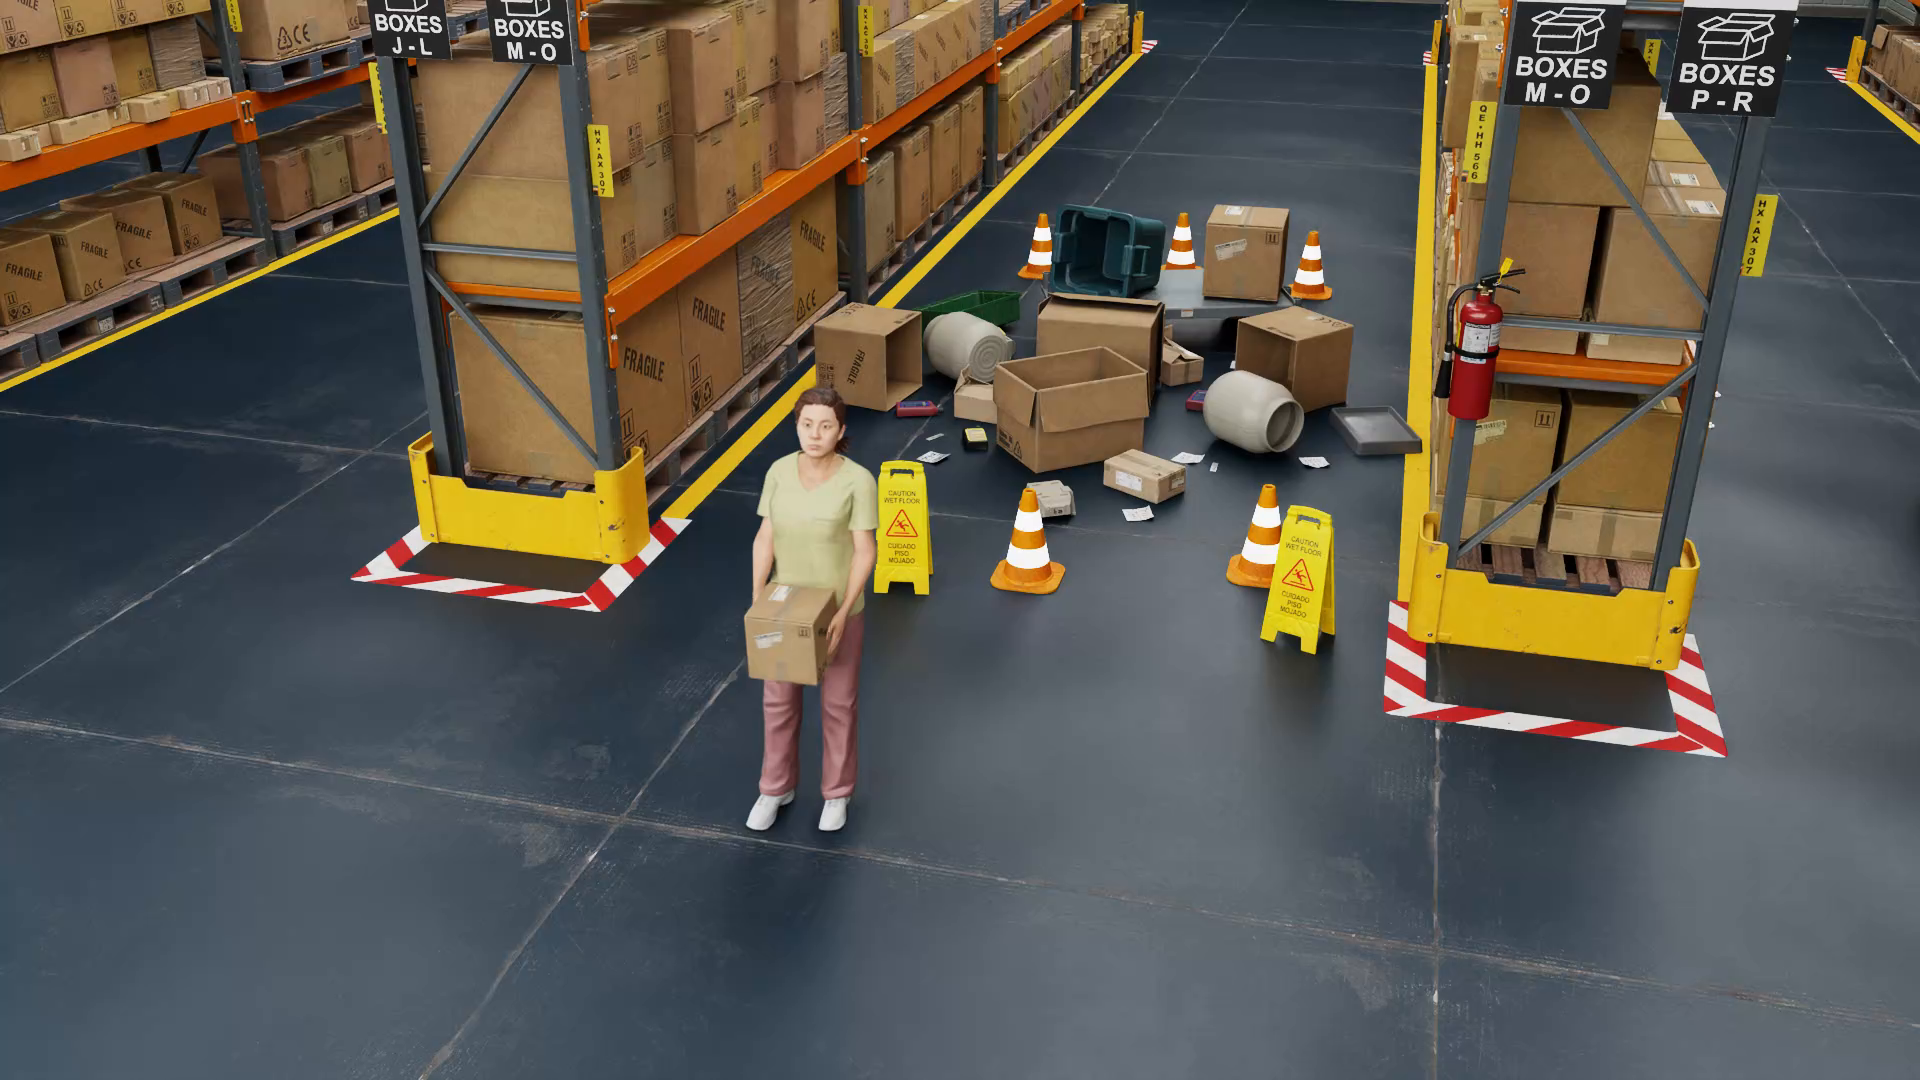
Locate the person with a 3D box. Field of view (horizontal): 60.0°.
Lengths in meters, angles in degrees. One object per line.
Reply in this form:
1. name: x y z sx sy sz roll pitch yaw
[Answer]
1. person: -0.530 0.266 6.047 0.477 1.677 0.489 6 26 12
